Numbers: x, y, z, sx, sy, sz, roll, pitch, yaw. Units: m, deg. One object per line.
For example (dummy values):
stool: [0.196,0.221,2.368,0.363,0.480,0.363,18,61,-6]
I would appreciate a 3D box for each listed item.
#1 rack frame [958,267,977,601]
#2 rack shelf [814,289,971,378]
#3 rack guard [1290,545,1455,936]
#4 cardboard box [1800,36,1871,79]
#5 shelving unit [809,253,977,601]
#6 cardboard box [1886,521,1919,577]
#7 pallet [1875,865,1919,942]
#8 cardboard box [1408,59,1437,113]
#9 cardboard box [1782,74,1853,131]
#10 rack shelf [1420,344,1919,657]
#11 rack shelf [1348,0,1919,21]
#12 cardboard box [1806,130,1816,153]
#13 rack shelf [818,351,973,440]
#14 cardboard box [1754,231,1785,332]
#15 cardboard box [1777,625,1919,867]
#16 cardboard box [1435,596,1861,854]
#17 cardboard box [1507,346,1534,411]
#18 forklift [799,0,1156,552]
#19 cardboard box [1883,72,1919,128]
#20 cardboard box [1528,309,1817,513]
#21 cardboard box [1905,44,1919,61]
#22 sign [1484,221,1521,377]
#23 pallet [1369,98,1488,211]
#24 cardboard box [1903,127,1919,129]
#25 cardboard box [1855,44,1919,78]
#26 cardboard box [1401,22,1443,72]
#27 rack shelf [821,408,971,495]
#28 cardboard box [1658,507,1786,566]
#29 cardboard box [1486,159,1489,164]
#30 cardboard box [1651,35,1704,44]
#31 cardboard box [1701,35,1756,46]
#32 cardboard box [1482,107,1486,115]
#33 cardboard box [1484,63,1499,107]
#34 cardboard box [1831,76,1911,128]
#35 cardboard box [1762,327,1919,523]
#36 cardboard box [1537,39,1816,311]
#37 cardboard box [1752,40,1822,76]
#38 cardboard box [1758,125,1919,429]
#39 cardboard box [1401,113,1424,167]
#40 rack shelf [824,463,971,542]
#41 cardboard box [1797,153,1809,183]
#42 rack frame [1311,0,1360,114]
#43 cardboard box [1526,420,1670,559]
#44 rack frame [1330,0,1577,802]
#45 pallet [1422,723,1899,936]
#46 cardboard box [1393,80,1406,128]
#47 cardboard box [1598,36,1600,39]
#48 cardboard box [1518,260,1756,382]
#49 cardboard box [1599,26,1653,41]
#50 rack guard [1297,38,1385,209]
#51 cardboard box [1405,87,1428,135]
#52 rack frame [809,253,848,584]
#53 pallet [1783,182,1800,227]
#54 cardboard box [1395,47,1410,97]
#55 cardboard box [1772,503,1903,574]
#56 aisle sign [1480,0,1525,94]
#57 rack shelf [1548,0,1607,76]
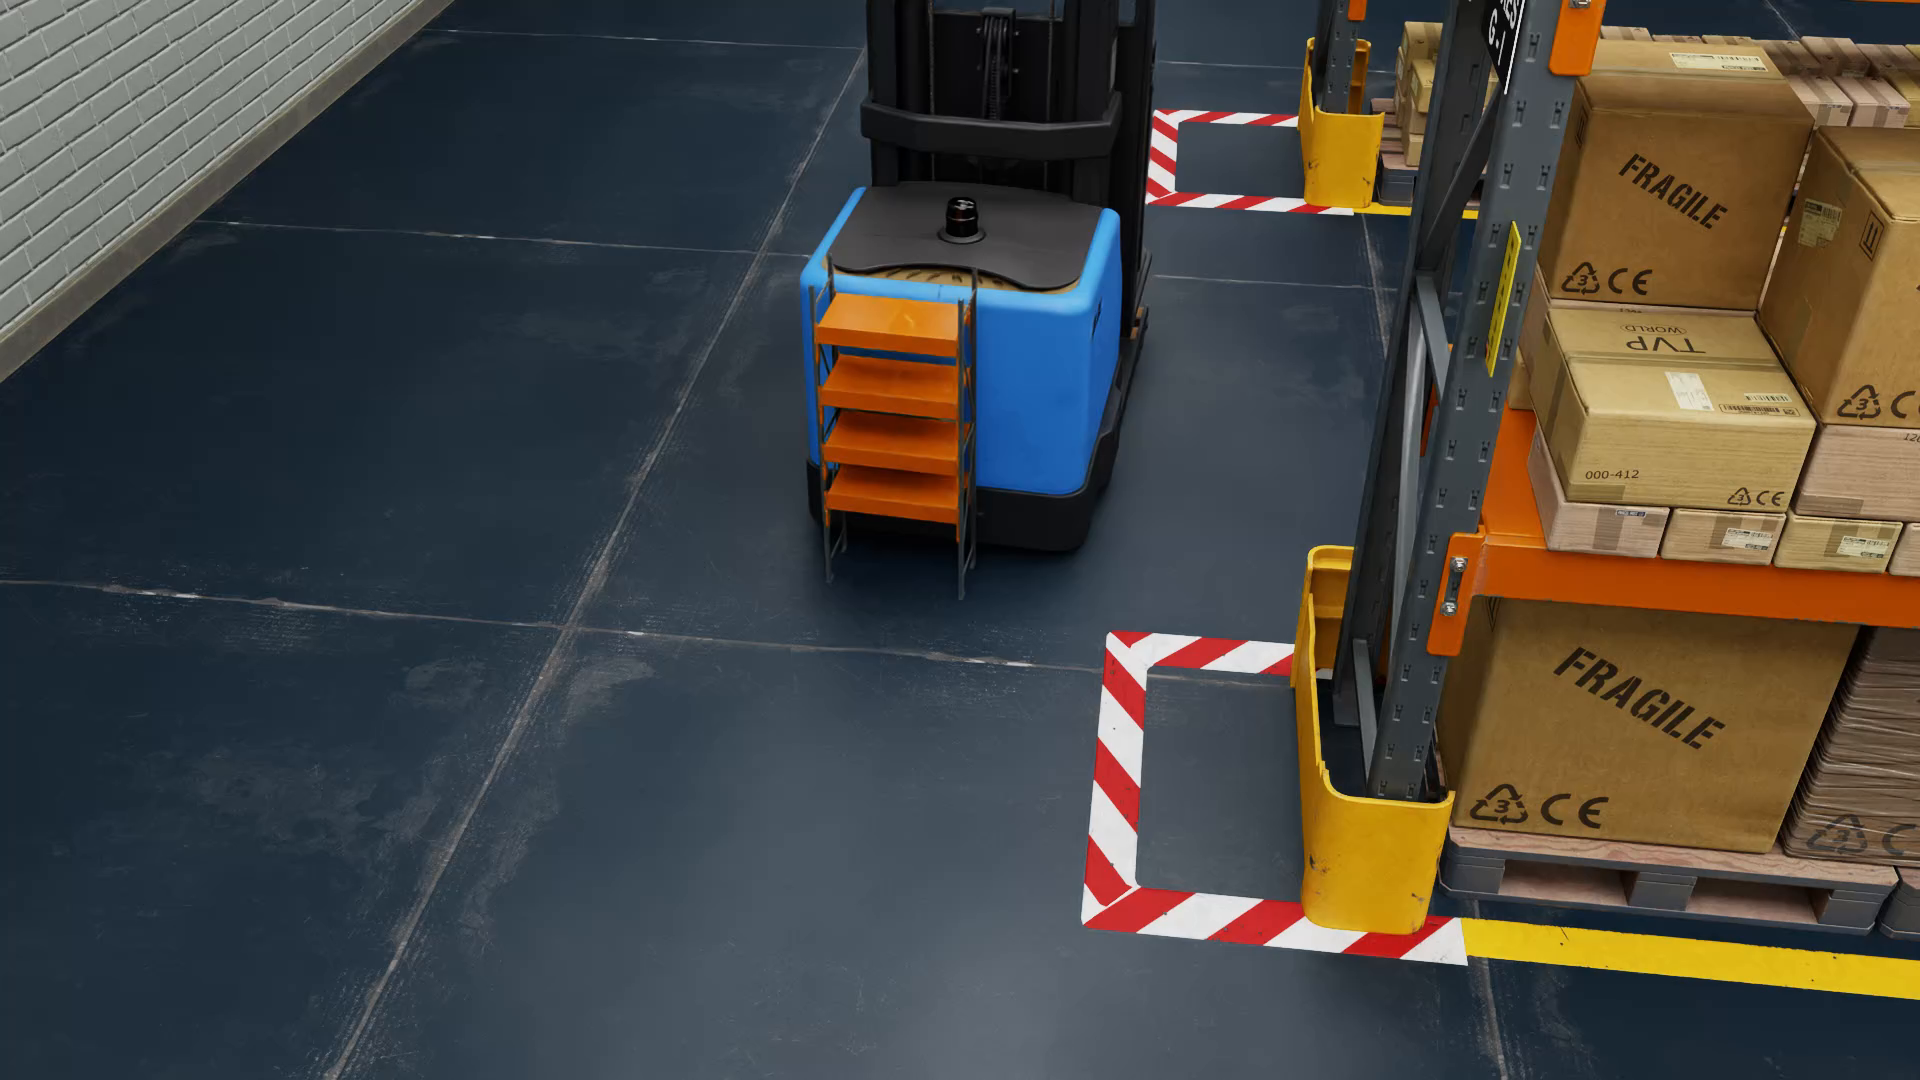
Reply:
rack frame: [0.026,-0.337,5.687,0.015,1.200,0.240,7,37,10]
rack shelf: [-0.214,-0.684,5.498,0.480,0.148,0.258,7,37,10]
rack guard: [1.218,0.566,5.026,0.348,0.500,1.175,4,36,6]
cardboard box: [4.600,-2.518,8.777,0.250,0.149,0.380,5,36,7]
shelving unit: [-0.213,-0.366,5.728,0.503,1.200,0.258,7,37,10]
cardboard box: [2.320,-0.075,3.990,0.250,0.149,0.380,4,36,5]
pallet: [3.252,0.791,4.960,1.213,0.211,1.003,4,36,6]
cardboard box: [2.451,-2.318,8.496,0.250,0.149,0.380,3,36,4]
cardboard box: [4.253,-2.187,8.313,0.250,0.149,0.380,3,36,4]
rack shelf: [3.226,-0.009,4.299,4.000,0.370,1.077,4,36,6]
rack shelf: [3.958,-2.859,8.293,4.000,0.370,1.077,4,36,6]
cardboard box: [4.296,-2.112,8.464,0.250,0.149,0.380,3,36,4]
rack shelf: [-0.213,-0.493,5.636,0.480,0.148,0.258,7,37,10]
cardboard box: [2.260,-0.589,4.366,0.500,0.250,0.500,4,36,5]
cardboard box: [2.790,0.313,4.697,0.875,0.875,0.875,4,36,6]
cardboard box: [1.887,0.246,4.791,0.875,0.875,0.875,4,36,6]
cardboard box: [1.637,-0.511,4.600,0.250,0.149,0.380,5,36,7]
forklift: [0.236,-2.003,6.534,1.130,2.935,3.031,7,36,10]
cardboard box: [4.802,-2.207,8.341,0.250,0.149,0.380,5,36,7]
cardboard box: [1.684,-0.318,3.987,0.500,0.250,0.500,3,36,5]
cardboard box: [5.104,-2.446,8.676,0.250,0.149,0.380,4,36,5]
sign: [1.166,-0.515,3.576,0.005,0.325,0.100,4,36,6]
pallet: [2.851,-2.079,8.981,1.213,0.211,1.003,4,36,6]
cardboard box: [4.815,-2.073,8.409,0.250,0.149,0.380,5,36,6]
cardboard box: [4.842,-2.453,8.685,0.250,0.149,0.380,3,36,5]
cardboard box: [2.532,-2.659,8.975,0.250,0.149,0.380,5,36,7]
rack shelf: [-0.213,-0.311,5.768,0.480,0.148,0.258,7,37,10]
cardboard box: [1.807,-0.113,4.042,0.250,0.149,0.380,4,36,5]
cardboard box: [2.723,-2.115,8.724,0.250,0.149,0.380,4,36,6]
cardboard box: [3.816,-2.535,8.800,0.250,0.149,0.380,3,36,4]
cardboard box: [4.080,-2.532,8.796,0.250,0.149,0.380,4,36,6]
cardboard box: [2.726,-2.192,8.576,0.250,0.149,0.380,4,36,6]
cardboard box: [2.739,-2.367,8.565,0.250,0.149,0.380,5,36,7]
cardboard box: [4.522,-2.174,8.295,0.250,0.149,0.380,3,36,4]
cardboard box: [2.200,-0.284,3.939,0.500,0.250,0.500,4,36,5]
cardboard box: [1.759,-0.930,4.199,0.500,0.500,0.500,5,36,7]
cardboard box: [4.319,-2.491,8.739,0.250,0.149,0.380,3,36,4]
cardboard box: [2.180,-0.587,3.717,0.500,0.500,0.500,3,36,5]
cardboard box: [2.453,-2.087,8.685,0.250,0.149,0.380,5,36,7]
rack shelf: [-0.213,-0.151,5.884,0.480,0.148,0.258,7,37,10]
cardboard box: [4.233,-1.982,8.537,0.250,0.149,0.380,5,36,7]
rack frame: [1.974,-3.300,8.292,0.127,3.000,1.000,4,36,6]
cardboard box: [1.552,-0.131,4.067,0.250,0.149,0.380,5,36,6]
rack frame: [1.242,-0.450,4.298,0.127,3.000,1.000,4,36,6]
pallet: [2.045,0.700,5.088,1.213,0.211,1.003,4,36,6]
cardboard box: [2.523,-2.392,9.112,0.250,0.149,0.380,5,36,7]
cardboard box: [3.295,-2.606,8.900,0.250,0.149,0.380,3,36,4]
cardboard box: [1.757,-0.627,4.419,0.500,0.250,0.500,4,36,5]
cardboard box: [3.569,-2.618,8.917,0.250,0.149,0.380,6,36,8]
rack guard: [2.050,-2.277,9.010,0.348,0.500,1.175,4,36,6]
cardboard box: [2.461,-2.245,8.650,0.250,0.149,0.380,6,36,8]
rack frame: [-0.452,-0.395,5.769,0.015,1.200,0.240,7,37,10]
pallet: [4.058,-1.987,8.853,1.213,0.211,1.003,4,36,6]
cardboard box: [2.534,-2.557,9.087,0.250,0.149,0.380,3,36,5]
cardboard box: [2.061,-0.094,4.016,0.250,0.149,0.380,3,36,5]
aisle sign: [1.133,-1.340,3.308,0.004,0.787,0.394,4,36,6]
rack shelf: [3.226,-1.230,3.428,4.000,0.370,1.077,4,36,6]
